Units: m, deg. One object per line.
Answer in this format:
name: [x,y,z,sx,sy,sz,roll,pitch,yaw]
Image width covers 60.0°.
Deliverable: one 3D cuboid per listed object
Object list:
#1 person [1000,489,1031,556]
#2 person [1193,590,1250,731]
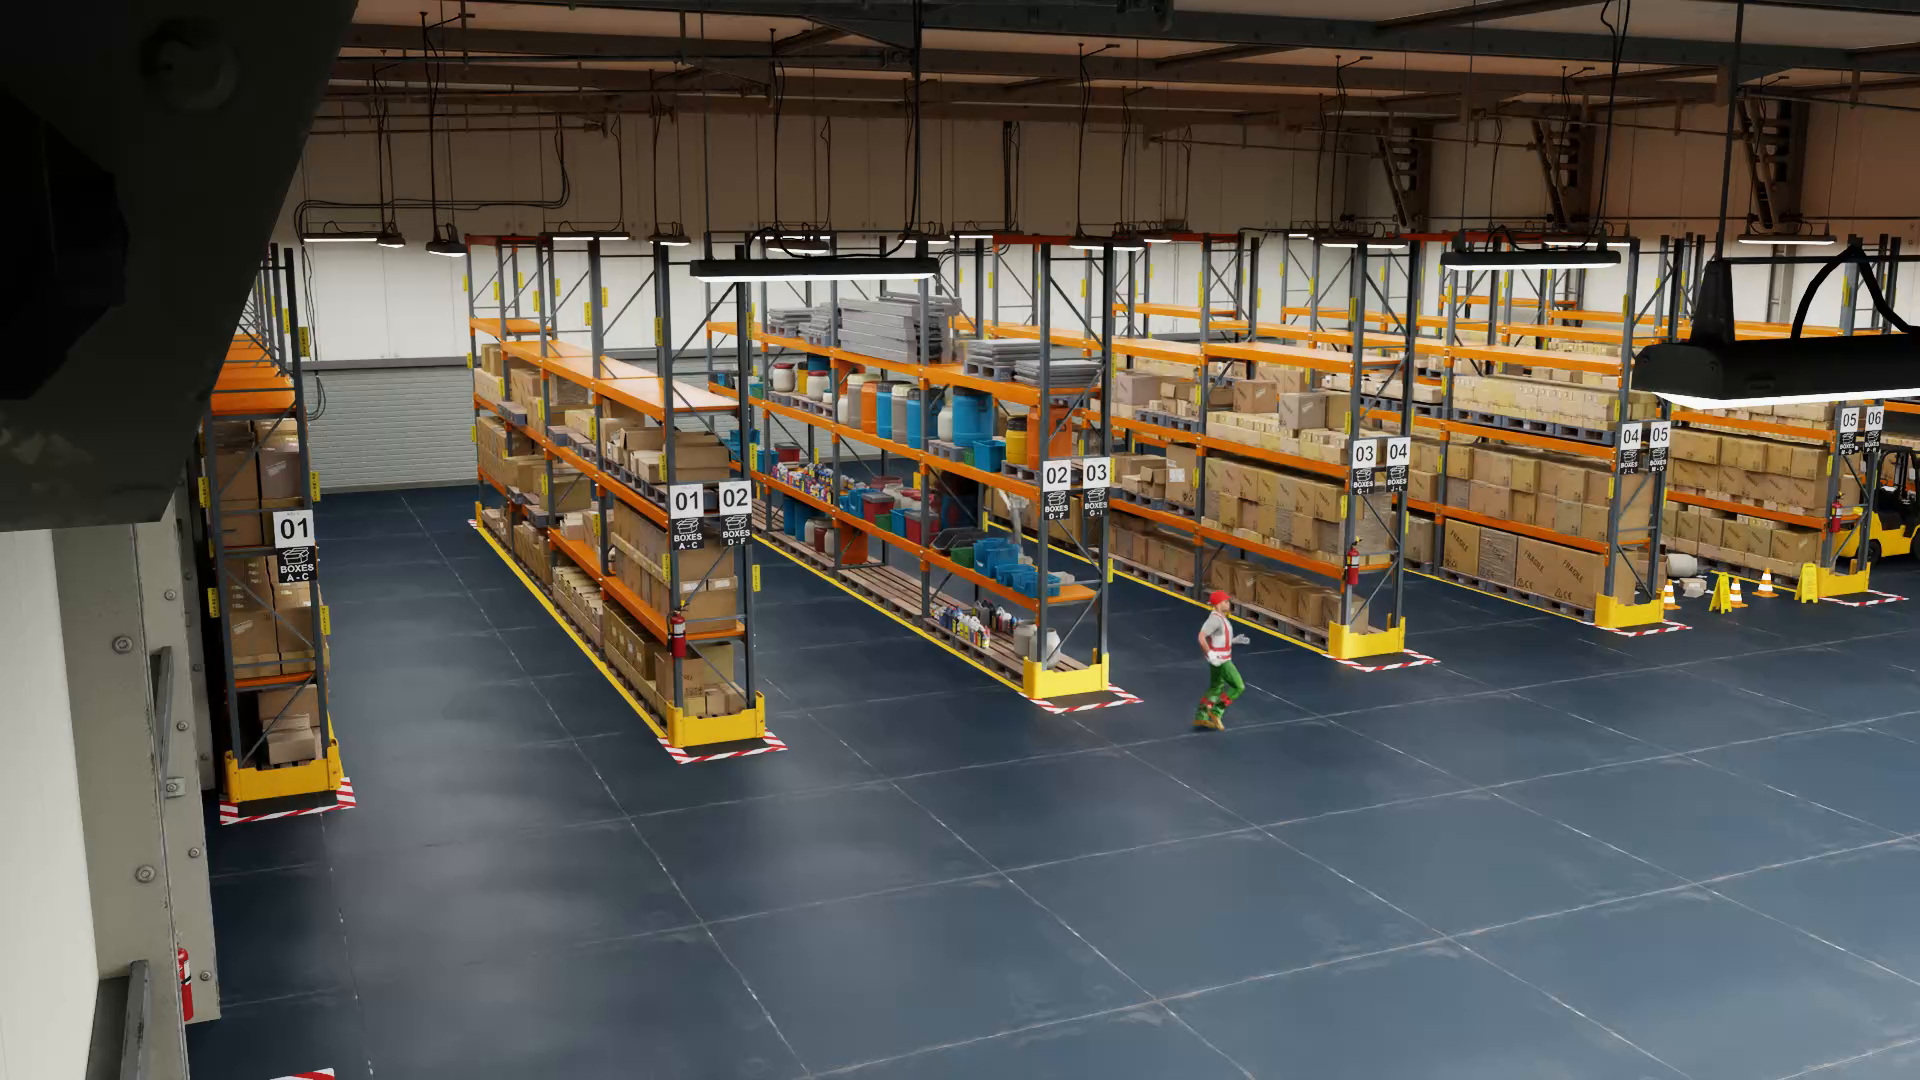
person: [1.056,-0.566,30.254,0.610,1.720,0.783,-4,12,-22]
person: [3.267,1.496,20.705,0.670,1.761,0.637,2,11,8]
